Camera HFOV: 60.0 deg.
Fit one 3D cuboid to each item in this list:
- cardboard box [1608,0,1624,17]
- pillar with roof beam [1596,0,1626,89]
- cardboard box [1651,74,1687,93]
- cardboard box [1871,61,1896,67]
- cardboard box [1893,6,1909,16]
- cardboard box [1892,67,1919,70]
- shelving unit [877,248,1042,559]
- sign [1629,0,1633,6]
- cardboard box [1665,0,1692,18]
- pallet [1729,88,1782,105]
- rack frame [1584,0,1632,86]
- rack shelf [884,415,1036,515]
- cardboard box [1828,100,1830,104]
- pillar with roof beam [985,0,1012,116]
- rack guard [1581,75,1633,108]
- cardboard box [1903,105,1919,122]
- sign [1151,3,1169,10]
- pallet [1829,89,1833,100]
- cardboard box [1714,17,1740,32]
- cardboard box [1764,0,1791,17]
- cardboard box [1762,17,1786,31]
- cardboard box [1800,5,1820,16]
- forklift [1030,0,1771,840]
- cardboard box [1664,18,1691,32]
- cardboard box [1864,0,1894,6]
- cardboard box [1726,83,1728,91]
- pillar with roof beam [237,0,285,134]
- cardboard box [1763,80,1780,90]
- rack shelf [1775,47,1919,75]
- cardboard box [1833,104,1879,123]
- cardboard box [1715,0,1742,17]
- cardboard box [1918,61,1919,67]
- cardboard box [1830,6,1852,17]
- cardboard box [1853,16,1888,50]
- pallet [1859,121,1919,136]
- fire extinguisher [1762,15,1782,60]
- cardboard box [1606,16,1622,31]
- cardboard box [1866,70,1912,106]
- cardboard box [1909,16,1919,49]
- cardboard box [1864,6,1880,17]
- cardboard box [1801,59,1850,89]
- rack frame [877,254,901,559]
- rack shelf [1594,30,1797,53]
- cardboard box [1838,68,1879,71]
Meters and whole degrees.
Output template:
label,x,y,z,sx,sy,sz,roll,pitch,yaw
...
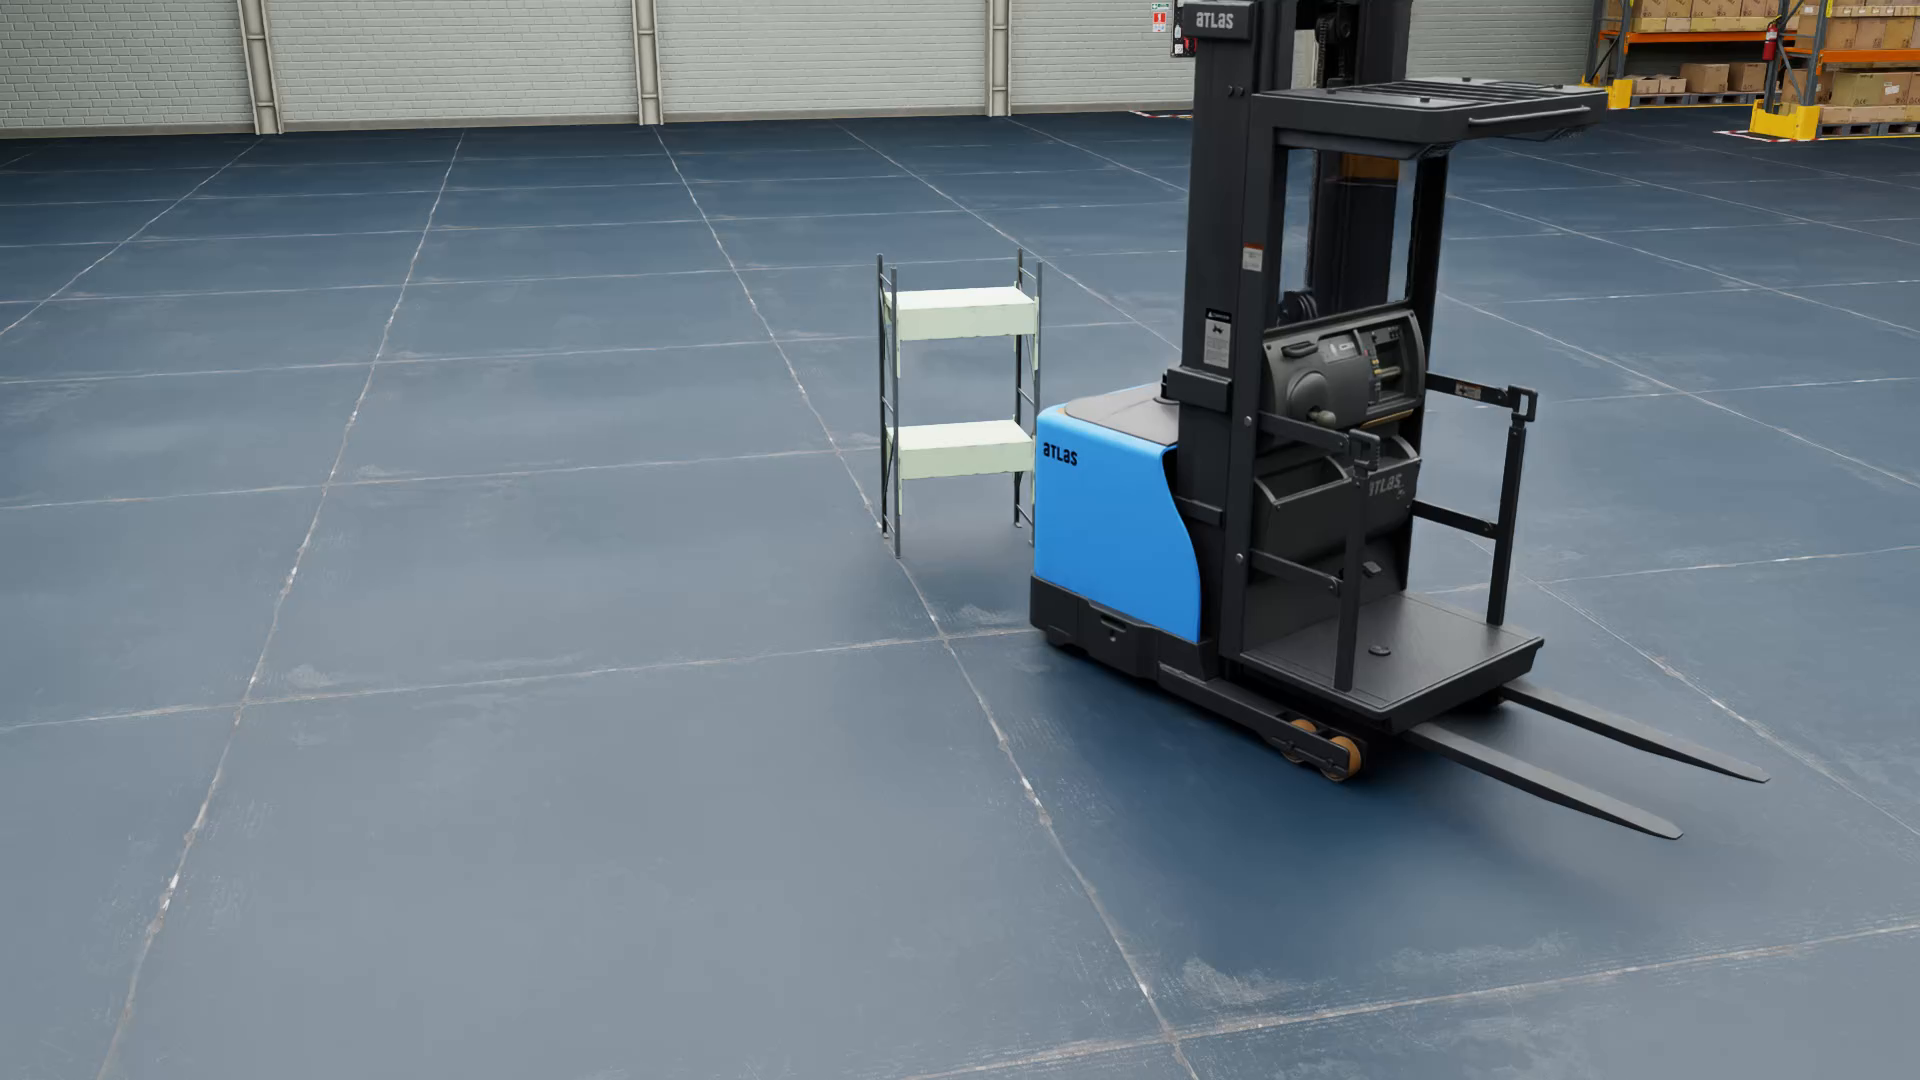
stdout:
label,x,y,z,sx,sy,sz,roll,pitch,yaw
cardboard box,12.269,-9.864,30.479,0.500,0.500,0.500,-5,21,-13
pillar with roof beam,13.332,-11.185,26.266,0.400,9.000,9.100,-5,21,-12
cardboard box,13.108,-8.478,30.867,0.500,0.311,0.500,-3,20,-8
cardboard box,17.461,-8.962,31.913,0.500,0.500,0.700,-4,21,-12
cardboard box,14.438,-8.199,25.748,0.250,0.149,0.380,-5,21,-14
cardboard box,15.399,-7.370,26.870,0.500,0.500,0.500,-5,21,-12
shelving unit,-0.006,-0.704,8.555,0.755,1.500,0.431,-5,21,-12
sign,11.984,-9.689,29.645,0.005,0.325,0.100,-5,21,-12
cardboard box,12.876,-9.728,30.109,0.500,0.500,0.500,-5,21,-12
pallet,15.106,-8.406,31.456,1.213,0.211,1.003,-5,21,-12
rack frame,11.859,-9.464,30.290,0.127,3.000,1.000,-5,21,-12
rack shelf,-0.006,-0.398,8.667,0.720,0.370,0.431,-5,21,-12
cardboard box,13.940,-6.897,26.670,0.500,0.250,0.500,-5,21,-12
pillar with roof beam,1.654,-10.235,23.673,0.400,9.000,9.100,-5,21,-12
rack guard,11.933,-8.296,30.736,0.348,0.500,1.175,-5,21,-12
cardboard box,15.036,-6.799,26.400,0.500,0.250,0.500,-5,21,-12
sign,3.533,-9.405,29.306,0.331,0.109,0.001,-5,21,-12
pallet,16.509,-8.533,31.803,1.213,0.211,1.003,-5,21,-12
cardboard box,13.898,-9.459,30.464,0.500,0.250,0.500,-4,21,-12
cardboard box,14.878,-9.889,30.550,0.500,0.500,0.500,-5,21,-13
cardboard box,14.874,-9.544,30.697,0.500,0.250,0.500,-5,21,-12
cardboard box,13.330,-8.252,25.892,0.250,0.149,0.380,-5,21,-13
forklift,1.645,-0.656,6.343,1.130,2.935,3.031,-16,25,-37
cardboard box,12.909,-9.381,30.253,0.500,0.250,0.500,-5,21,-14
cardboard box,14.022,-8.543,25.743,0.500,0.500,0.700,-5,21,-14
cardboard box,14.190,-8.529,31.241,0.250,0.149,0.380,-6,21,-17
pillar with roof beam,-10.024,-9.285,21.080,0.400,9.000,9.100,-5,21,-12
cardboard box,15.238,-8.605,31.423,0.250,0.166,0.380,-7,21,-20
rack shelf,14.949,-7.627,26.320,4.000,0.370,1.077,-5,21,-12
cardboard box,14.061,-6.721,26.189,0.500,0.250,0.500,-5,21,-12
cardboard box,13.880,-9.812,30.338,0.500,0.500,0.500,-4,20,-11
cardboard box,18.427,-9.054,32.164,0.500,0.500,0.700,-5,21,-13
cardboard box,13.434,-8.117,25.523,0.250,0.149,0.380,-5,21,-13
cardboard box,13.970,-7.929,25.954,0.500,0.500,0.700,-4,21,-11
pallet,14.922,-6.667,26.707,1.213,0.211,1.003,-5,21,-12
fire extinguisher,12.780,-7.916,26.176,0.183,0.674,0.296,-5,21,-12
cardboard box,12.269,-9.505,30.590,0.500,0.250,0.500,-4,21,-12
cardboard box,14.545,-7.117,26.178,0.500,0.500,0.500,-5,21,-12
cardboard box,14.966,-8.009,26.173,0.500,0.500,0.700,-4,21,-11
cardboard box,13.933,-8.158,25.635,0.250,0.149,0.380,-5,21,-12
cardboard box,16.464,-8.877,31.683,0.500,0.500,0.700,-4,20,-11
rack frame,-0.363,-0.675,8.476,0.023,1.500,0.400,-5,21,-12
rack shelf,13.805,-9.285,30.846,4.000,0.370,1.077,-5,21,-12
cardboard box,14.426,-7.291,26.653,0.500,0.500,0.500,-5,21,-12
